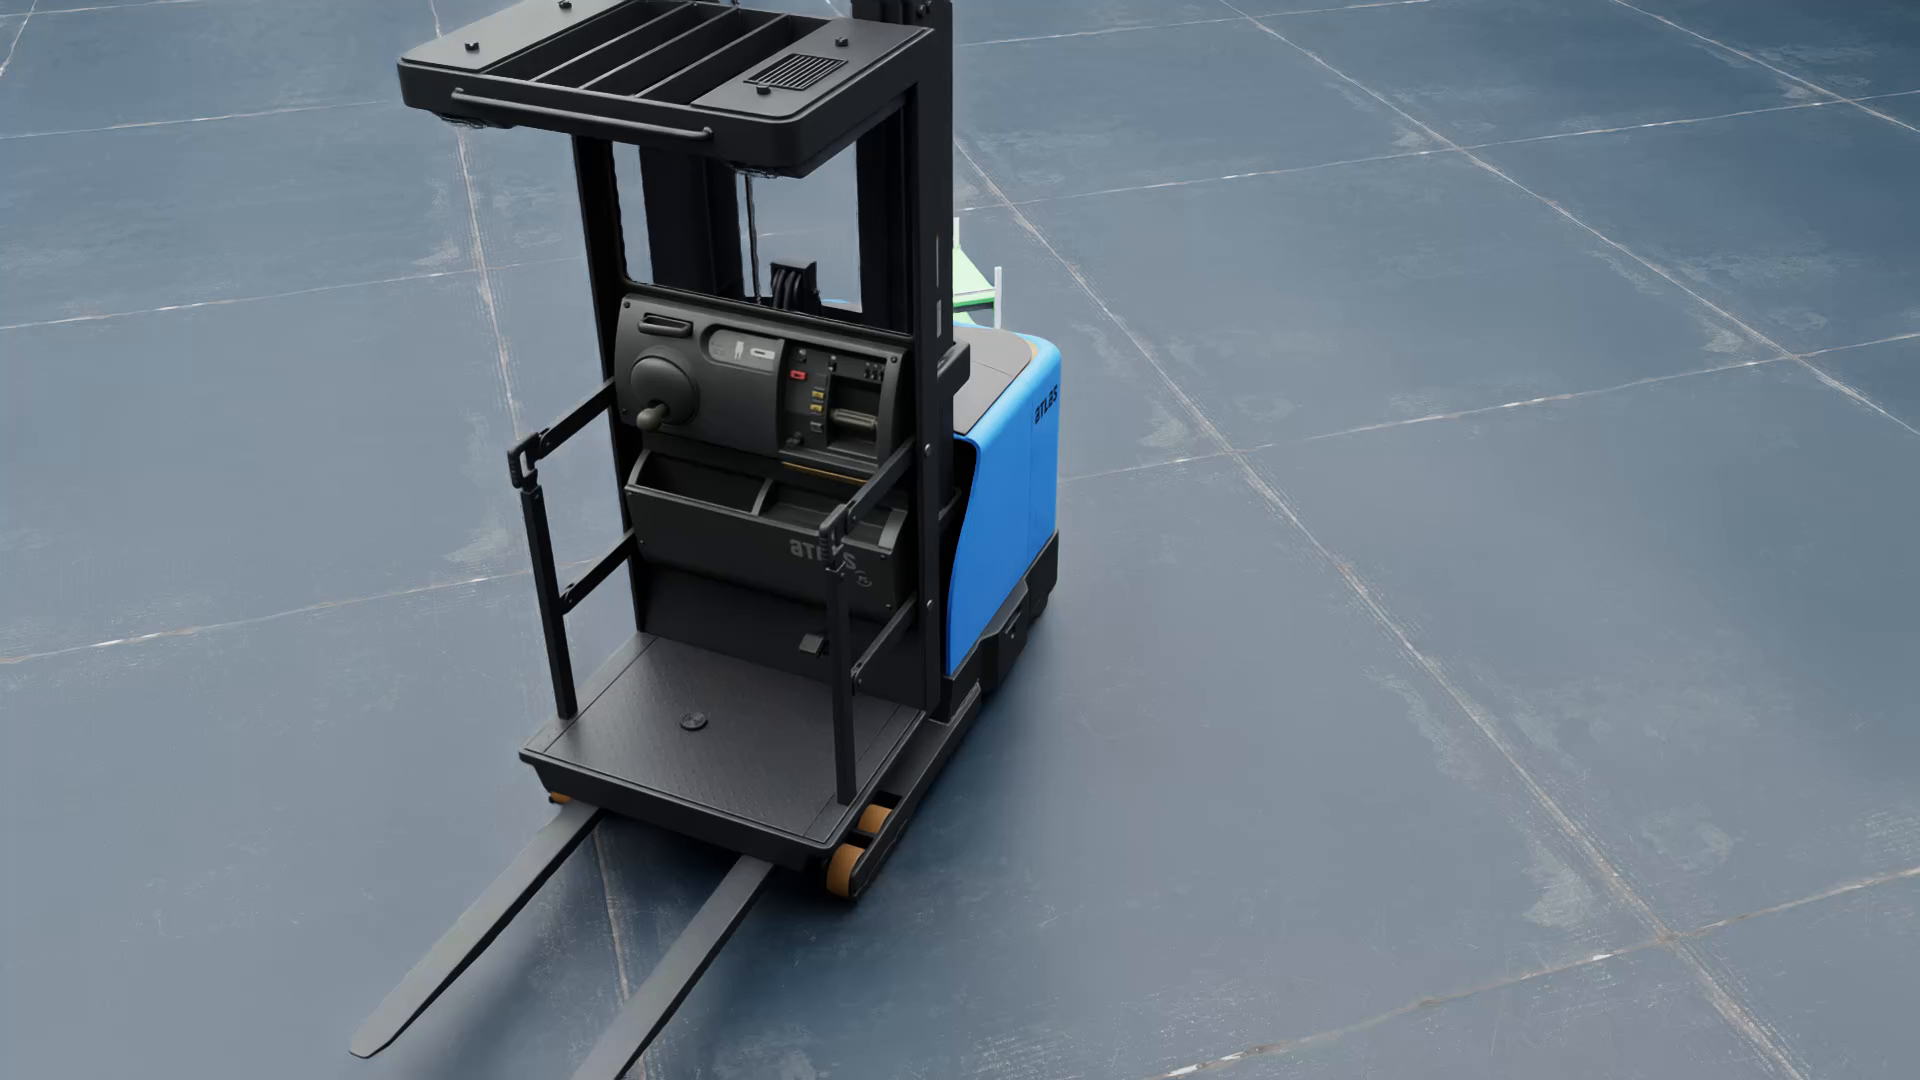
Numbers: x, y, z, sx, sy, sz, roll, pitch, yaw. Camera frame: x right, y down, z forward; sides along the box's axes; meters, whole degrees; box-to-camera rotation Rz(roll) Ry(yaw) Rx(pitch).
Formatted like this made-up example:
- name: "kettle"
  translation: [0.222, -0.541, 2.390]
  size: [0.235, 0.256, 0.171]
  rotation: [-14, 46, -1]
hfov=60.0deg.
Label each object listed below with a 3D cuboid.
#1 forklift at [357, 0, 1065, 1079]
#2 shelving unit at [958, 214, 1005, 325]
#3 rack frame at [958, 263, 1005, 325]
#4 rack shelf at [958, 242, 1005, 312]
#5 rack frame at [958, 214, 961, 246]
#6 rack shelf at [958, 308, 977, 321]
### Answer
- name: "forklift"
  translation: [-0.669, -0.413, 4.716]
  size: [1.130, 2.935, 3.031]
  rotation: [14, 36, 20]
- name: "shelving unit"
  translation: [-0.032, -0.620, 6.599]
  size: [0.258, 1.200, 0.503]
  rotation: [-11, 35, -16]
- name: "rack frame"
  translation: [0.049, -0.492, 6.407]
  size: [0.240, 1.200, 0.015]
  rotation: [-11, 35, -16]
- name: "rack shelf"
  translation: [-0.032, -0.967, 6.370]
  size: [0.258, 0.148, 0.480]
  rotation: [-11, 35, -16]
- name: "rack frame"
  translation: [-0.112, -0.747, 6.791]
  size: [0.240, 1.200, 0.015]
  rotation: [-11, 35, -16]
- name: "rack shelf"
  translation: [-0.032, -0.766, 6.502]
  size: [0.258, 0.148, 0.480]
  rotation: [-11, 35, -16]
